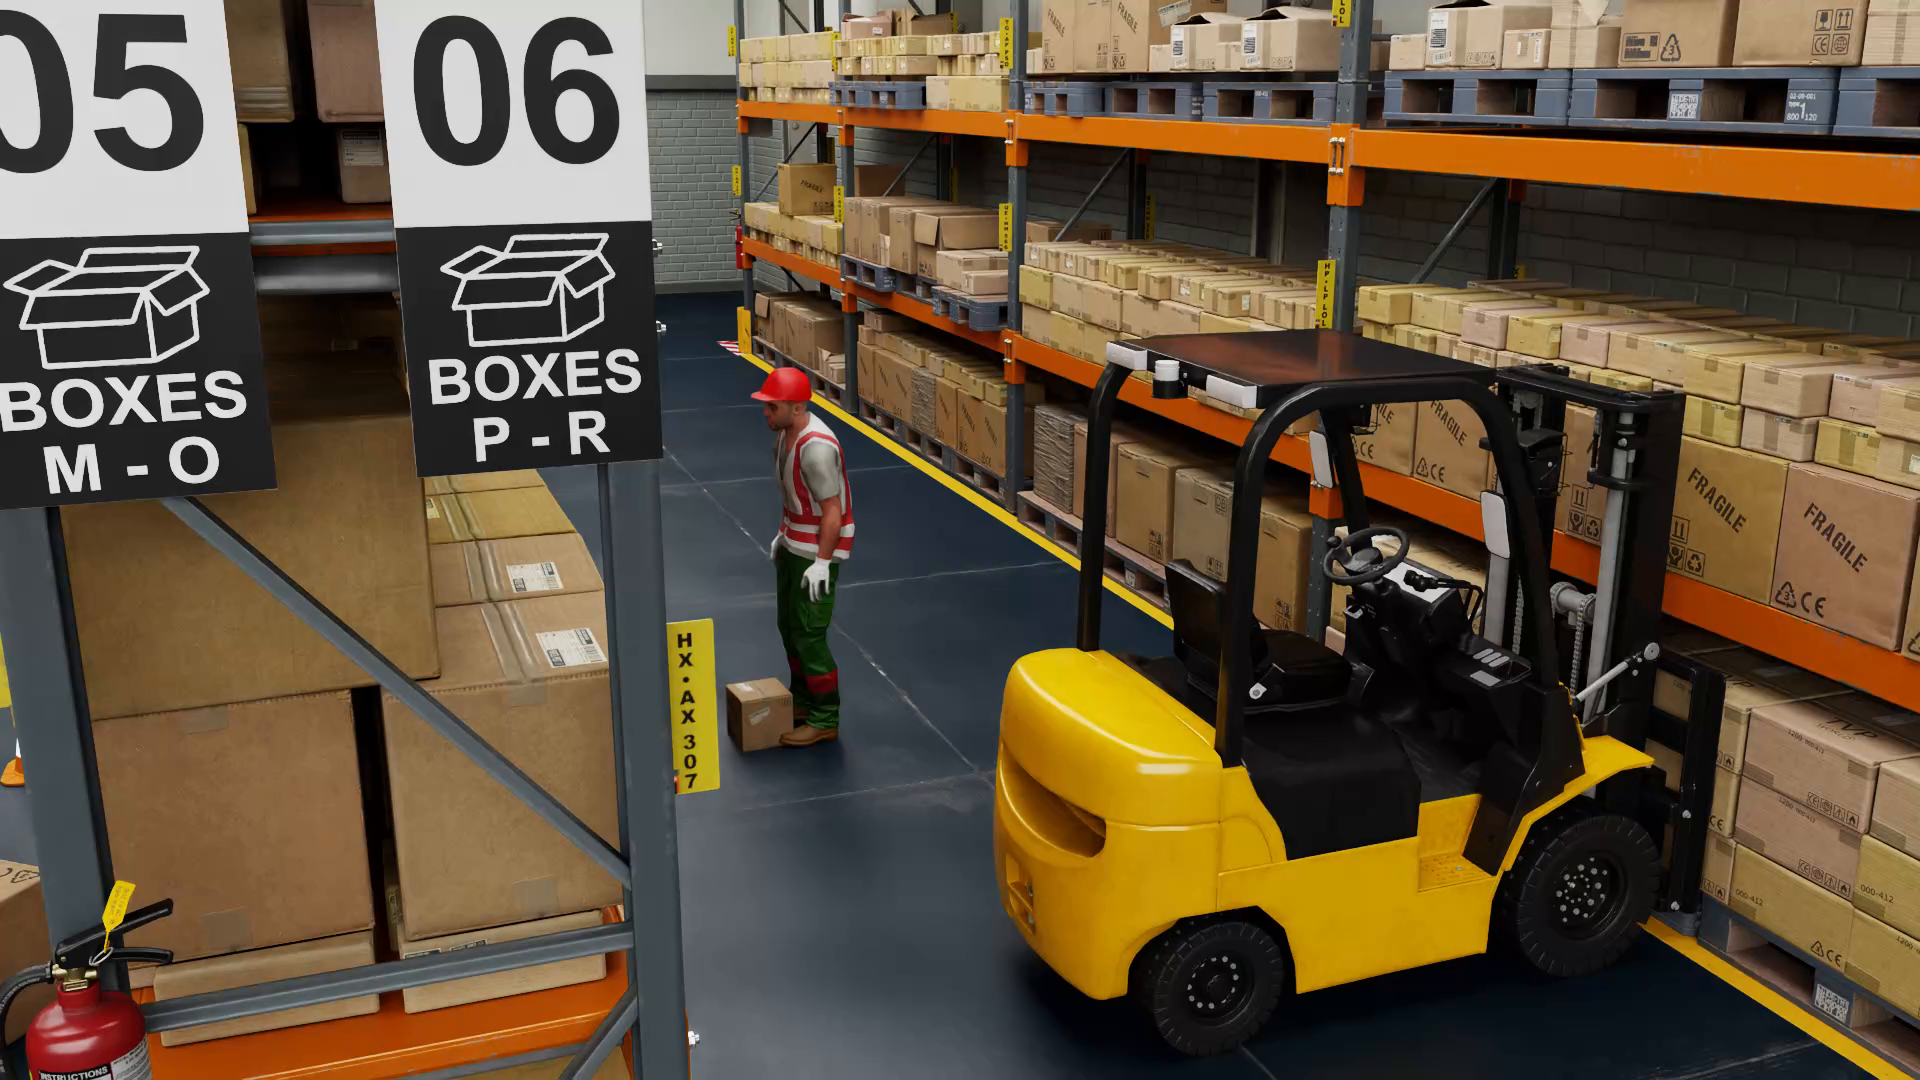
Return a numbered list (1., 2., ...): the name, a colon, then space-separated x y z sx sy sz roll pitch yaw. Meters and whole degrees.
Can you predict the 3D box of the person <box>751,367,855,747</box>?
1. person: -0.737 0.069 7.750 0.453 1.777 0.604 -7 17 -22
